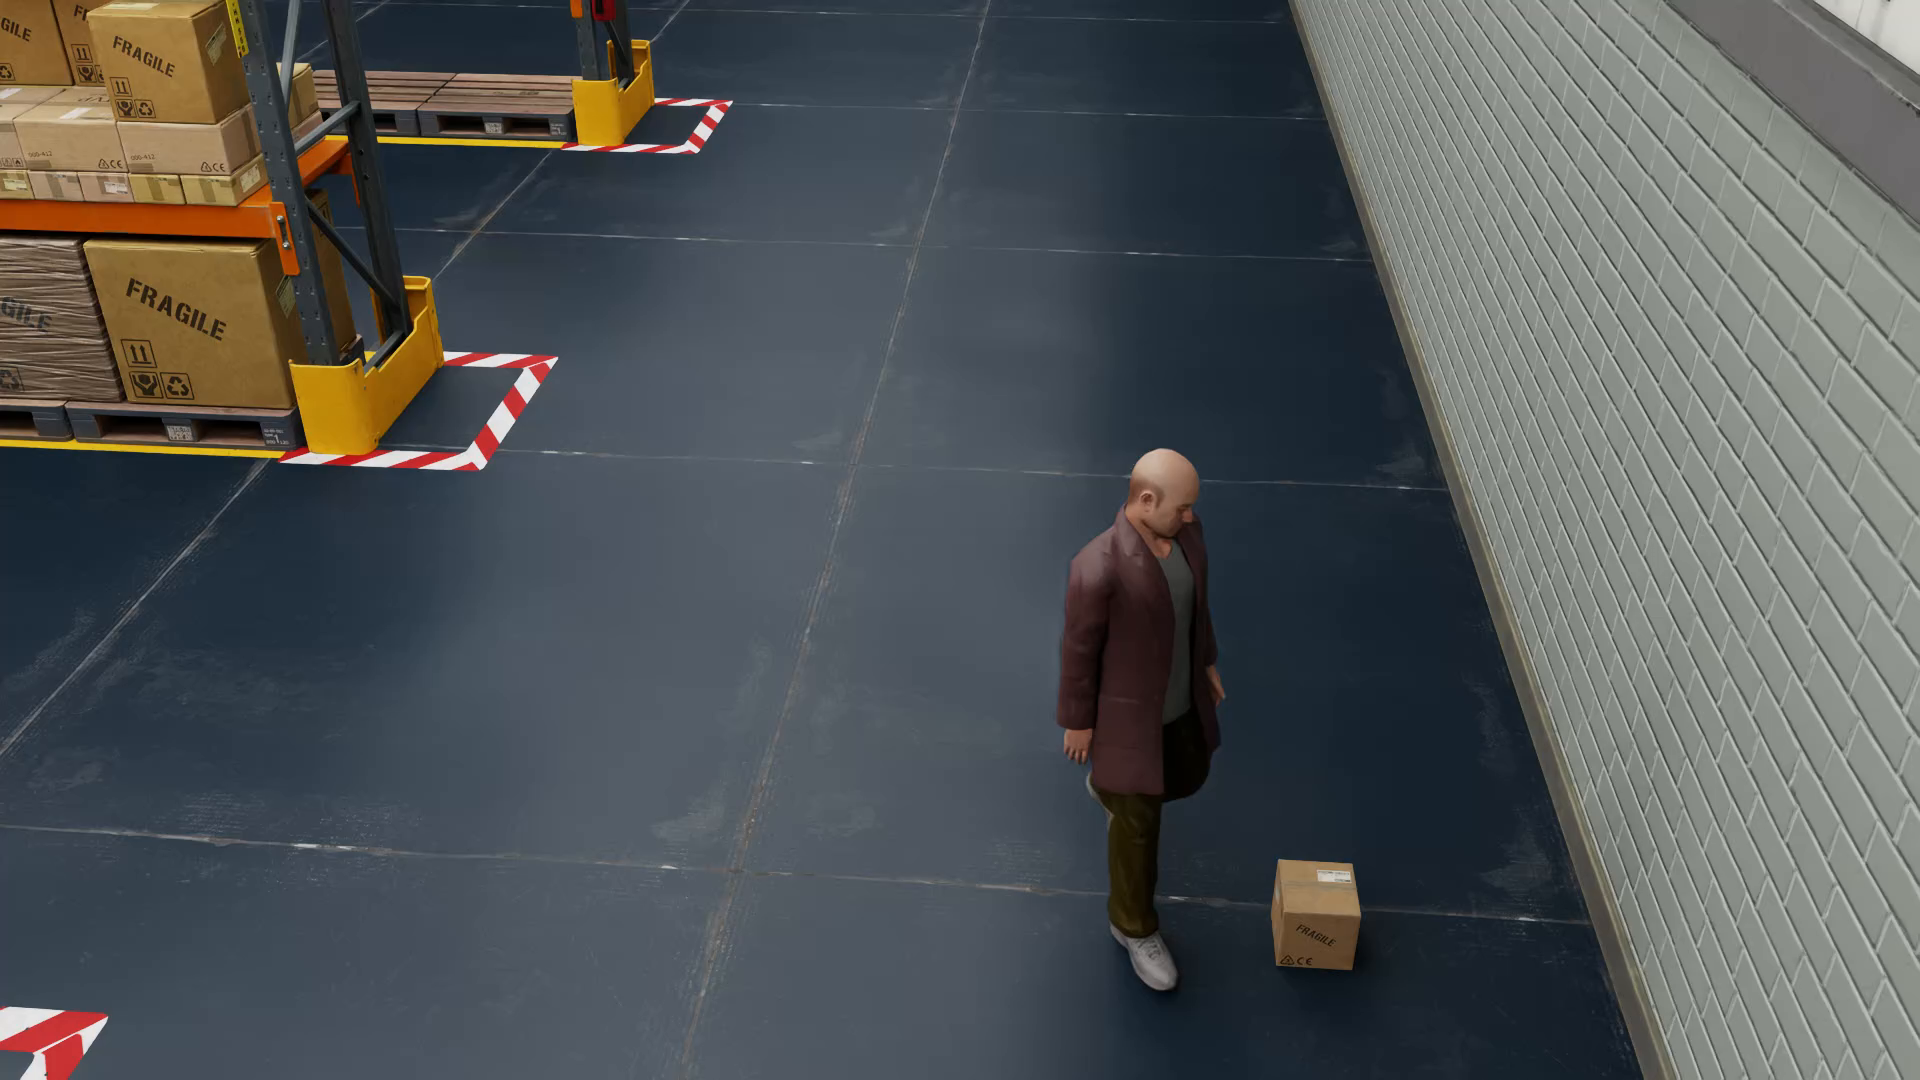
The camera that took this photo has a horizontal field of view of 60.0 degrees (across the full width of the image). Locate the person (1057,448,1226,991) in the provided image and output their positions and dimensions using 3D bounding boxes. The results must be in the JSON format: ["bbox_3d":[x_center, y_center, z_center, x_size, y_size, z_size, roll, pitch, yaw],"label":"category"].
[{"bbox_3d":[0.590,0.502,5.327,0.636,1.768,0.794,-25,39,-34],"label":"person"}]
